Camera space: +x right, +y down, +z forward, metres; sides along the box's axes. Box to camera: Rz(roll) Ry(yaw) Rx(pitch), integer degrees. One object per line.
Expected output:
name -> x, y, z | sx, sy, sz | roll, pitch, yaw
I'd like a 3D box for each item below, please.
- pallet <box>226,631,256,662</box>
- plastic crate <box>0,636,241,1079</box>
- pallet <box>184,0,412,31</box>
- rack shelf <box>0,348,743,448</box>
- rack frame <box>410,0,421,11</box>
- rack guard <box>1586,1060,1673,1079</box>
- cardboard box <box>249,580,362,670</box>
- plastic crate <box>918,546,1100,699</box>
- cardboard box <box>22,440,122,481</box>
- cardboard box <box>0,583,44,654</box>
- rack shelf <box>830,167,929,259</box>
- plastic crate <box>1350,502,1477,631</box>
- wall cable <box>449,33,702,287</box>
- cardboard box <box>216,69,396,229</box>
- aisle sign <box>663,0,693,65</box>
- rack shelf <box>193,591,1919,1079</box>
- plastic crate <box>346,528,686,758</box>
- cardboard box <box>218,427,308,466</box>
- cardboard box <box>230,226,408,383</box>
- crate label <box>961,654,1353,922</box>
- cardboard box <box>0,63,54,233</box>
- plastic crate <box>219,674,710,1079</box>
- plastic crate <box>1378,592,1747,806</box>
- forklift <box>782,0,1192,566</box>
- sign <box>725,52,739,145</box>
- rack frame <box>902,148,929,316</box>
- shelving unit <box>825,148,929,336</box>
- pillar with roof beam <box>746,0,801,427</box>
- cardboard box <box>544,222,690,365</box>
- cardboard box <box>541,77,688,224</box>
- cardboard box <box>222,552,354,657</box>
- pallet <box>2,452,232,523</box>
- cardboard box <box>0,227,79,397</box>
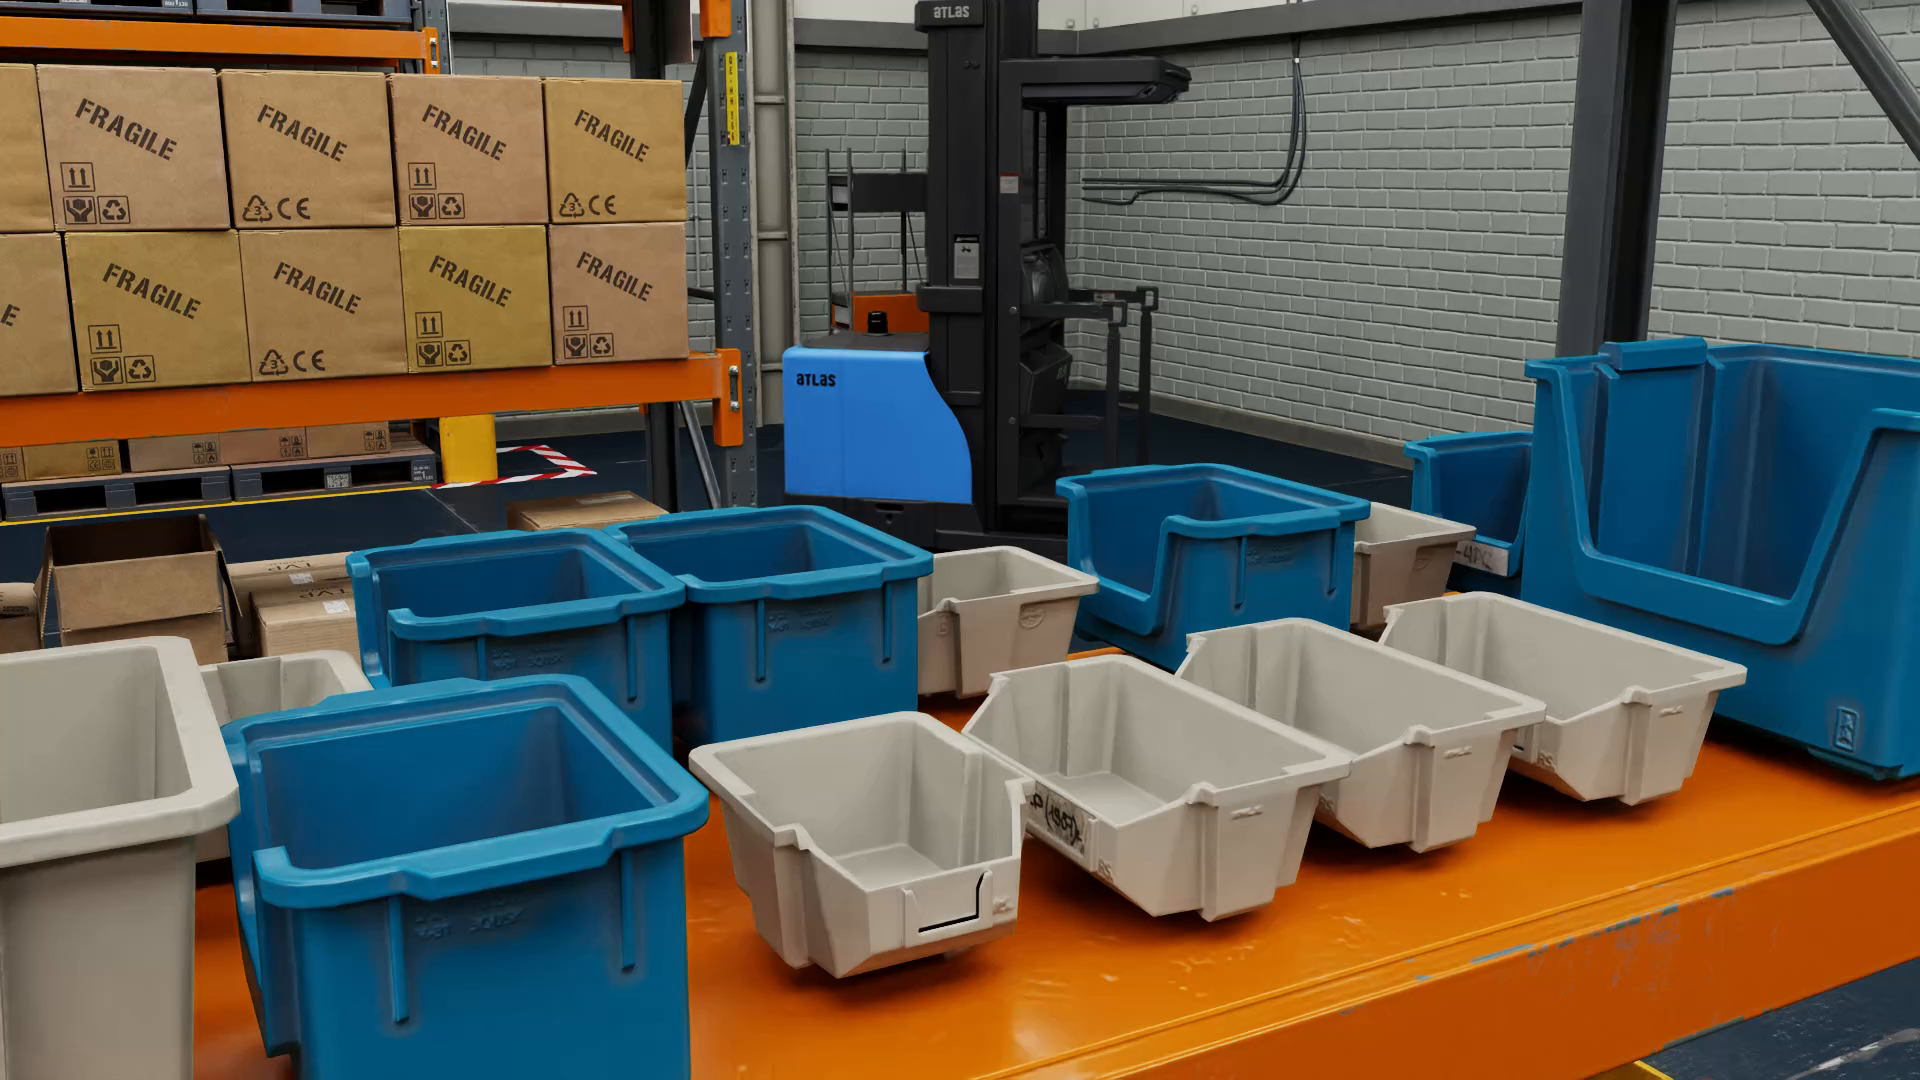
pallet -> -2.912, 0.587, 6.022 | 1.213, 0.211, 1.003 | -7, 14, -28
plastic crate -> -0.788, 0.286, 1.140 | 0.530, 0.282, 0.437 | -7, 14, -28
pallet -> -4.099, -3.288, 10.256 | 1.213, 0.211, 1.003 | -7, 14, -28
rack shelf -> -2.832, -0.432, 5.835 | 4.000, 0.370, 1.077 | -7, 14, -28
rack frame -> -3.453, -4.874, 10.273 | 0.127, 3.000, 1.000 | -7, 14, -28
rack guard -> 1.309, 1.176, 2.744 | 0.348, 0.500, 1.175 | -7, 14, -28
cardboard box -> -2.283, 0.332, 6.061 | 0.500, 0.250, 0.500 | -7, 14, -28
plastic crate -> 0.003, 0.113, 2.240 | 0.298, 0.136, 0.250 | -7, 14, -28
cardboard box -> -5.364, -0.677, 10.022 | 0.500, 0.500, 0.700 | -6, 14, -27
cardboard box -> -3.564, 0.331, 5.928 | 0.500, 0.311, 0.500 | -7, 14, -28
rack shelf -> -0.485, -1.938, 9.813 | 0.480, 0.518, 0.431 | -6, 14, -24
plastic crate -> 0.598, 0.041, 2.557 | 0.298, 0.136, 0.250 | -7, 14, -28
wall cable -> -2.782, -2.760, 12.228 | 1.851, 1.984, 0.084 | -7, 14, -28
cardboard box -> -2.231, -1.321, 5.643 | 0.500, 0.500, 0.500 | -6, 14, -26
aisle sign -> -1.157, -2.325, 6.689 | 0.004, 0.787, 0.394 | -7, 14, -28
rack shelf -> -0.461, 0.523, 1.592 | 4.000, 0.370, 1.077 | -7, 14, -28
plastic crate -> -0.499, 0.147, 1.870 | 0.300, 0.233, 0.416 | -7, 14, -28
cardboard box -> -4.458, -0.787, 10.513 | 0.500, 0.500, 0.700 | -7, 14, -28
cardboard box -> -2.233, -0.836, 5.764 | 0.500, 0.500, 0.500 | -7, 14, -27
crate label -> 0.171, 0.243, 1.660 | 0.243, 0.136, 0.396 | -7, 14, -28
cardboard box -> -3.134, -1.213, 5.161 | 0.500, 0.500, 0.500 | -7, 15, -30
plastic crate -> -0.386, 0.280, 1.280 | 0.300, 0.233, 0.416 | -7, 14, -28
plastic crate -> 0.665, 0.182, 1.934 | 0.243, 0.136, 0.396 | -7, 14, -28
forklift -> 0.630, -1.393, 8.625 | 3.031, 2.935, 1.130 | 3, 13, 15
sign -> -0.828, -1.603, 6.045 | 0.005, 0.325, 0.100 | -7, 14, -28
rack frame -> -0.263, -1.291, 10.062 | 0.015, 2.100, 0.400 | -6, 14, -24
shelving unit -> -0.485, -1.269, 9.963 | 0.503, 2.100, 0.431 | -6, 14, -24
pillar with roof beam -> 0.565, -4.495, 8.589 | 0.400, 9.000, 9.100 | -7, 14, -28
cardboard box -> -1.339, -0.943, 6.238 | 0.500, 0.500, 0.500 | -6, 14, -26
cardboard box -> -1.335, -1.430, 6.127 | 0.500, 0.500, 0.500 | -7, 14, -28
cardboard box -> -2.567, 0.241, 6.466 | 0.500, 0.250, 0.500 | -7, 14, -28
pallet -> -5.187, -0.360, 10.230 | 1.213, 0.211, 1.003 | -7, 14, -28
cardboard box -> -3.121, -0.729, 5.289 | 0.500, 0.500, 0.500 | -7, 14, -28
